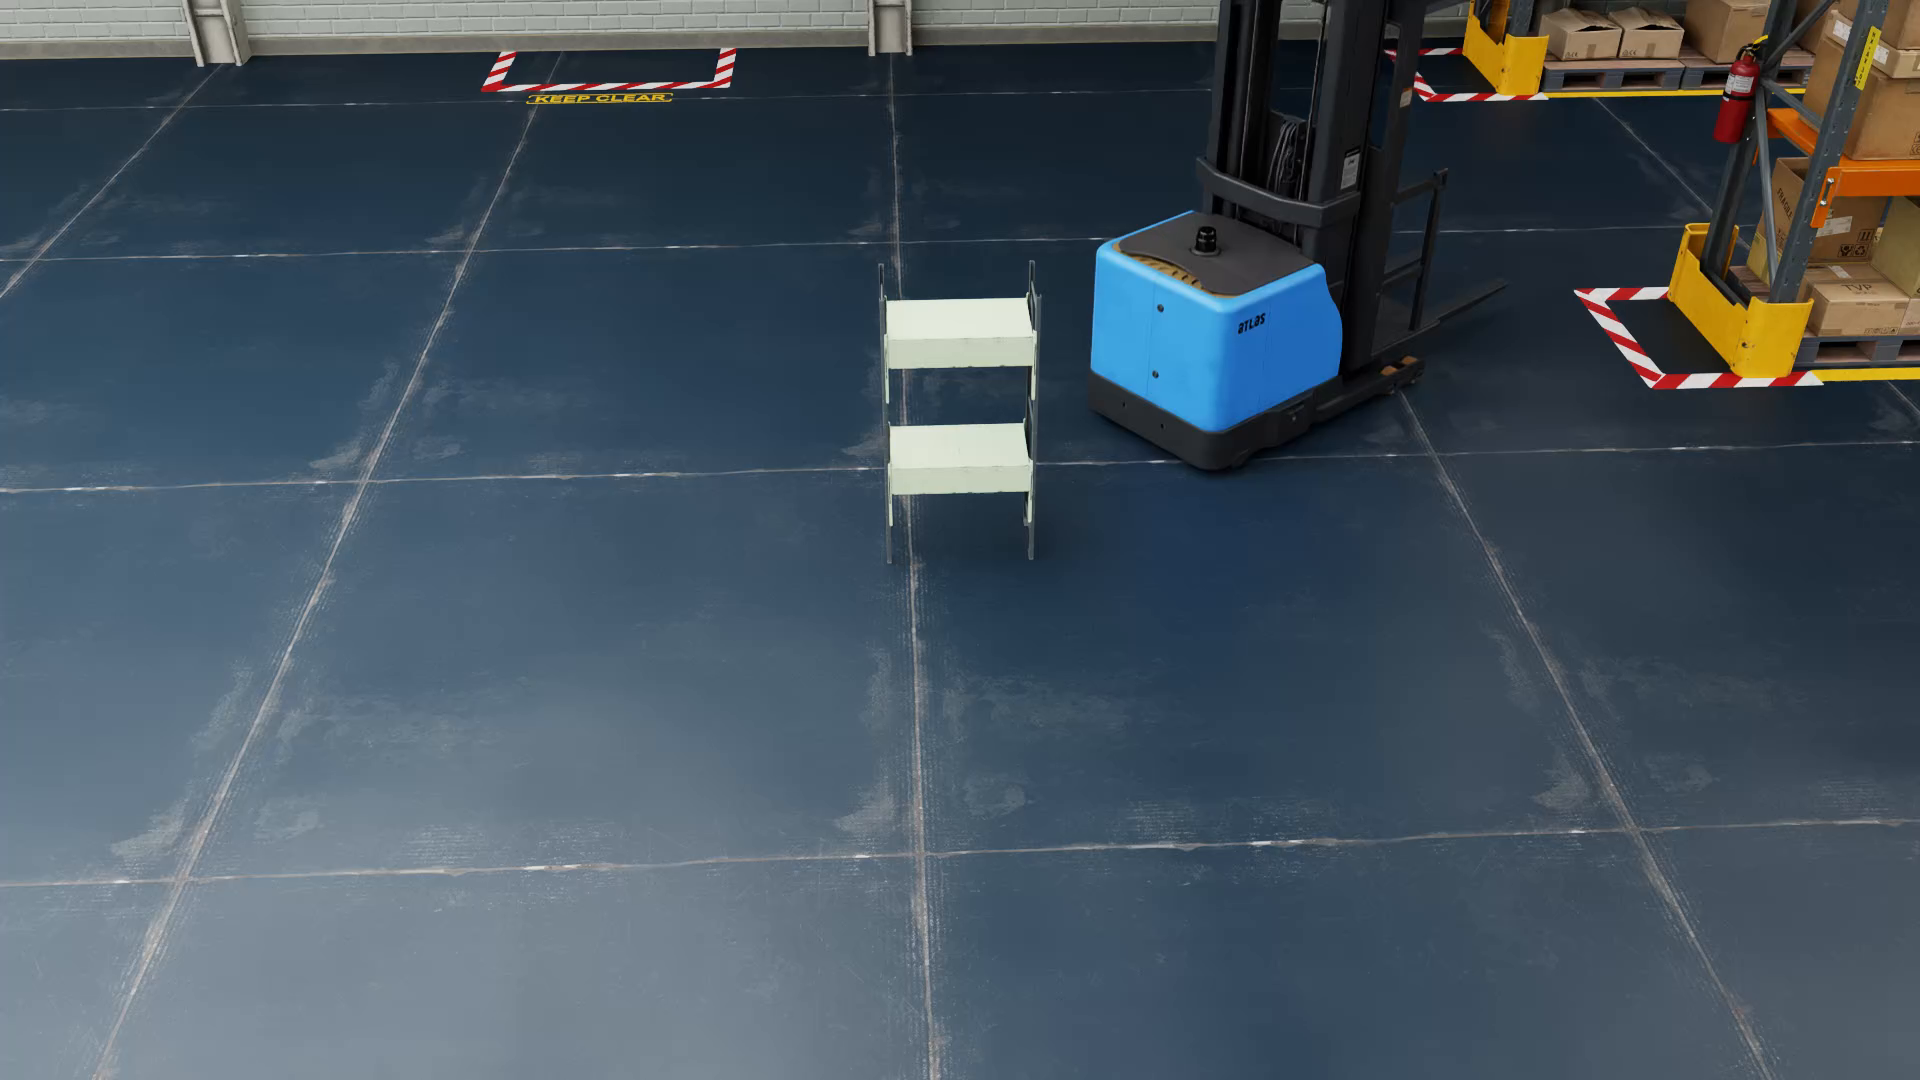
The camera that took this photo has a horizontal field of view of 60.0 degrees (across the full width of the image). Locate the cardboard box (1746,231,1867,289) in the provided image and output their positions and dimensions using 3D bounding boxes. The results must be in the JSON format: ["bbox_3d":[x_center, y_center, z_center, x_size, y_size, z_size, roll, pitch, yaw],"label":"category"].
[{"bbox_3d":[5.459,-1.784,10.739,0.500,0.250,0.500,-2,35,-2],"label":"cardboard box"}]

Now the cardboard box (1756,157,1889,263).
[{"bbox_3d":[5.459,-2.093,10.527,0.500,0.500,0.500,-2,35,-2],"label":"cardboard box"}]

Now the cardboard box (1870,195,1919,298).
[{"bbox_3d":[5.983,-1.812,10.121,0.500,0.500,0.500,-2,35,-2],"label":"cardboard box"}]

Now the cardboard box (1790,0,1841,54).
[{"bbox_3d":[7.660,-4.585,14.550,0.500,0.500,0.500,-4,35,-6],"label":"cardboard box"}]

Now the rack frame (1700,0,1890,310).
[{"bbox_3d":[4.937,-2.559,9.812,0.127,3.000,1.000,-2,35,-2],"label":"rack frame"}]

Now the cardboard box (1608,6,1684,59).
[{"bbox_3d":[5.964,-4.433,14.496,0.500,0.311,0.500,1,35,2],"label":"cardboard box"}]

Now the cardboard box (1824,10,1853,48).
[{"bbox_3d":[5.310,-2.986,9.771,0.250,0.149,0.380,-2,35,-3],"label":"cardboard box"}]

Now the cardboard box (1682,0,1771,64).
[{"bbox_3d":[6.699,-4.502,14.430,0.500,0.500,0.700,-4,35,-5],"label":"cardboard box"}]

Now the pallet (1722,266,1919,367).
[{"bbox_3d":[5.699,-1.457,10.670,1.213,0.211,1.003,-2,35,-2],"label":"pallet"}]

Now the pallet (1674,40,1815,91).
[{"bbox_3d":[6.804,-4.263,14.725,1.213,0.211,1.003,-2,35,-2],"label":"pallet"}]

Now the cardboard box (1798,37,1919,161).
[{"bbox_3d":[5.404,-2.606,9.791,0.500,0.500,0.700,-2,35,-2],"label":"cardboard box"}]

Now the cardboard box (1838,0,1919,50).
[{"bbox_3d":[5.457,-3.141,9.424,0.500,0.500,0.700,-1,35,-2],"label":"cardboard box"}]

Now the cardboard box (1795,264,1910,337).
[{"bbox_3d":[5.483,-1.489,10.313,0.500,0.250,0.500,-2,35,-2],"label":"cardboard box"}]

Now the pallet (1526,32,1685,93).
[{"bbox_3d":[5.588,-4.232,14.680,1.213,0.211,1.003,-2,35,-2],"label":"pallet"}]

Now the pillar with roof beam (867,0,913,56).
[{"bbox_3d":[-0.432,-5.744,9.142,0.400,9.000,9.100,-2,35,-2],"label":"pillar with roof beam"}]

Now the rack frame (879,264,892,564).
[{"bbox_3d":[-0.372,-0.607,8.309,0.023,1.500,0.400,-2,35,-2],"label":"rack frame"}]

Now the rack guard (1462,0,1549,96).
[{"bbox_3d":[4.775,-4.349,14.595,0.348,0.500,1.175,-2,35,-2],"label":"rack guard"}]

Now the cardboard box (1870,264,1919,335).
[{"bbox_3d":[5.983,-1.505,10.336,0.500,0.250,0.500,-2,35,-2],"label":"cardboard box"}]

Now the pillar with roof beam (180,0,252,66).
[{"bbox_3d":[-6.426,-5.582,8.908,0.400,9.000,9.100,-2,35,-2],"label":"pillar with roof beam"}]

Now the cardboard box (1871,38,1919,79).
[{"bbox_3d":[5.339,-2.755,9.438,0.250,0.149,0.380,-2,35,-3],"label":"cardboard box"}]

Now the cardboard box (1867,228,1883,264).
[{"bbox_3d":[5.958,-1.804,10.768,0.500,0.250,0.500,-2,35,-2],"label":"cardboard box"}]

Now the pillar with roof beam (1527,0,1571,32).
[{"bbox_3d":[5.561,-5.905,9.375,0.400,9.000,9.100,-2,35,-2],"label":"pillar with roof beam"}]

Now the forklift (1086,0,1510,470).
[{"bbox_3d":[2.195,-2.289,9.481,3.031,2.935,1.130,-26,42,-32],"label":"forklift"}]

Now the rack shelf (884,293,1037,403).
[{"bbox_3d":[-0.007,-0.937,8.101,0.720,0.370,0.431,-2,35,-2],"label":"rack shelf"}]

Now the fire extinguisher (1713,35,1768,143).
[{"bbox_3d":[4.797,-2.788,10.211,0.183,0.674,0.296,-2,35,-2],"label":"fire extinguisher"}]

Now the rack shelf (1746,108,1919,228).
[{"bbox_3d":[6.935,-2.317,10.095,4.000,0.370,1.077,-2,35,-2],"label":"rack shelf"}]

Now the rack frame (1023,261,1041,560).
[{"bbox_3d":[0.359,-0.626,8.337,0.023,1.500,0.400,-2,35,-2],"label":"rack frame"}]

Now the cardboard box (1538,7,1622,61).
[{"bbox_3d":[5.394,-4.418,14.474,0.500,0.311,0.500,-5,35,-8],"label":"cardboard box"}]

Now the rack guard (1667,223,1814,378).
[{"bbox_3d":[4.913,-1.531,10.523,0.348,0.500,1.175,-2,35,-2],"label":"rack guard"}]

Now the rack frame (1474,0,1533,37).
[{"bbox_3d":[4.699,-5.375,13.881,0.127,3.000,1.000,-2,35,-2],"label":"rack frame"}]

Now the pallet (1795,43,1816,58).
[{"bbox_3d":[8.025,-4.298,14.775,1.213,0.211,1.003,-2,35,-2],"label":"pallet"}]

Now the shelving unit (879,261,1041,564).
[{"bbox_3d":[-0.007,-0.617,8.323,0.755,1.500,0.431,-2,35,-2],"label":"shelving unit"}]

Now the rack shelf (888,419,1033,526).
[{"bbox_3d":[-0.007,-0.348,8.508,0.720,0.370,0.431,-2,35,-2],"label":"rack shelf"}]

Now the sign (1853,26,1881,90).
[{"bbox_3d":[4.957,-2.632,9.087,0.005,0.325,0.100,-2,35,-2],"label":"sign"}]
